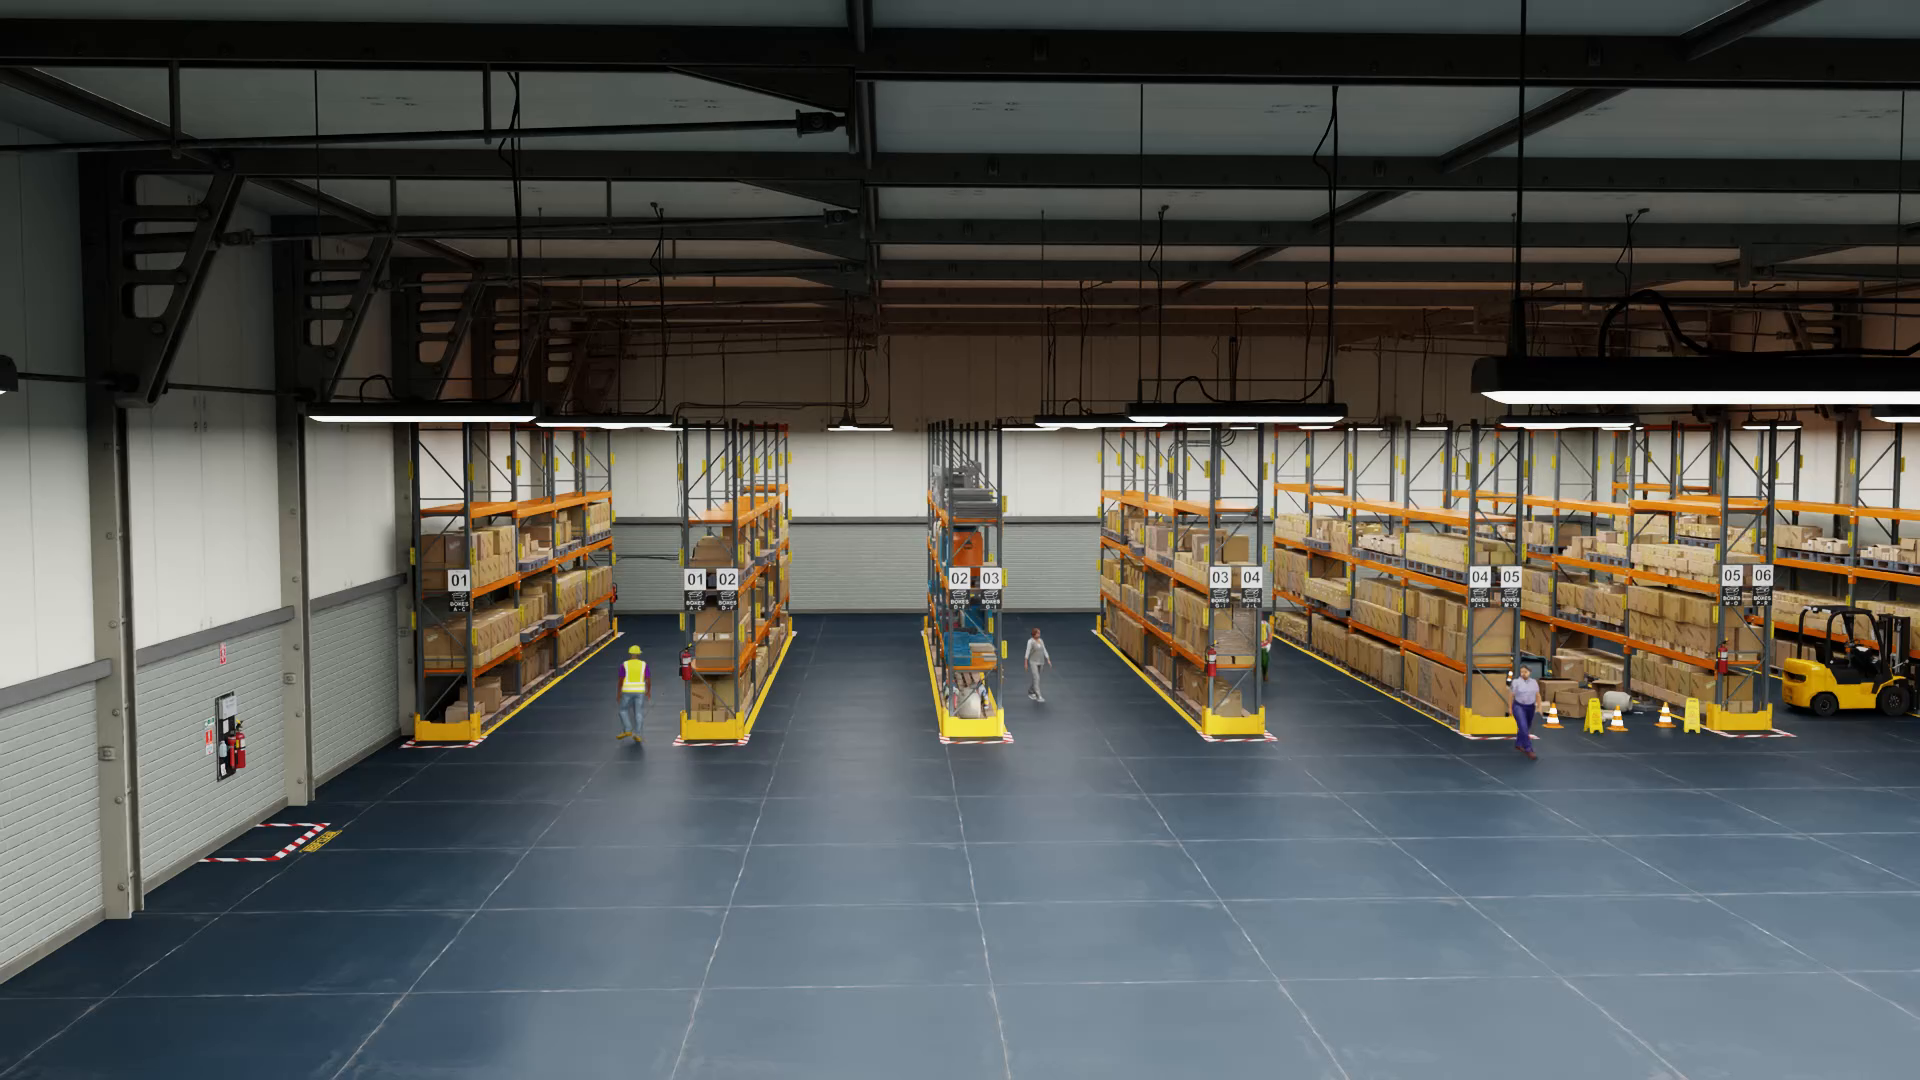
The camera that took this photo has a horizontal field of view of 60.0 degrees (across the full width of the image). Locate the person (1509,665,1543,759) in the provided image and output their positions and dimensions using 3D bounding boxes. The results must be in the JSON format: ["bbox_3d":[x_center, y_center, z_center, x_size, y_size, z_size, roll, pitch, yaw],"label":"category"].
[{"bbox_3d":[10.037,3.011,29.450,0.508,1.607,0.932,-1,4,-10],"label":"person"}]

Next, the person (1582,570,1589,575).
[{"bbox_3d":[18.588,1.713,49.339,0.628,1.664,0.493,0,4,-4],"label":"person"}]

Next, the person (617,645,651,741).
[{"bbox_3d":[-6.089,2.843,31.038,0.649,1.749,0.511,-2,4,-25],"label":"person"}]

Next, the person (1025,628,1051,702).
[{"bbox_3d":[1.679,2.657,35.465,0.459,1.568,0.831,-3,5,-37],"label":"person"}]

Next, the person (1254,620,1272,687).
[{"bbox_3d":[6.796,2.428,37.816,0.604,1.757,0.738,1,4,14],"label":"person"}]
